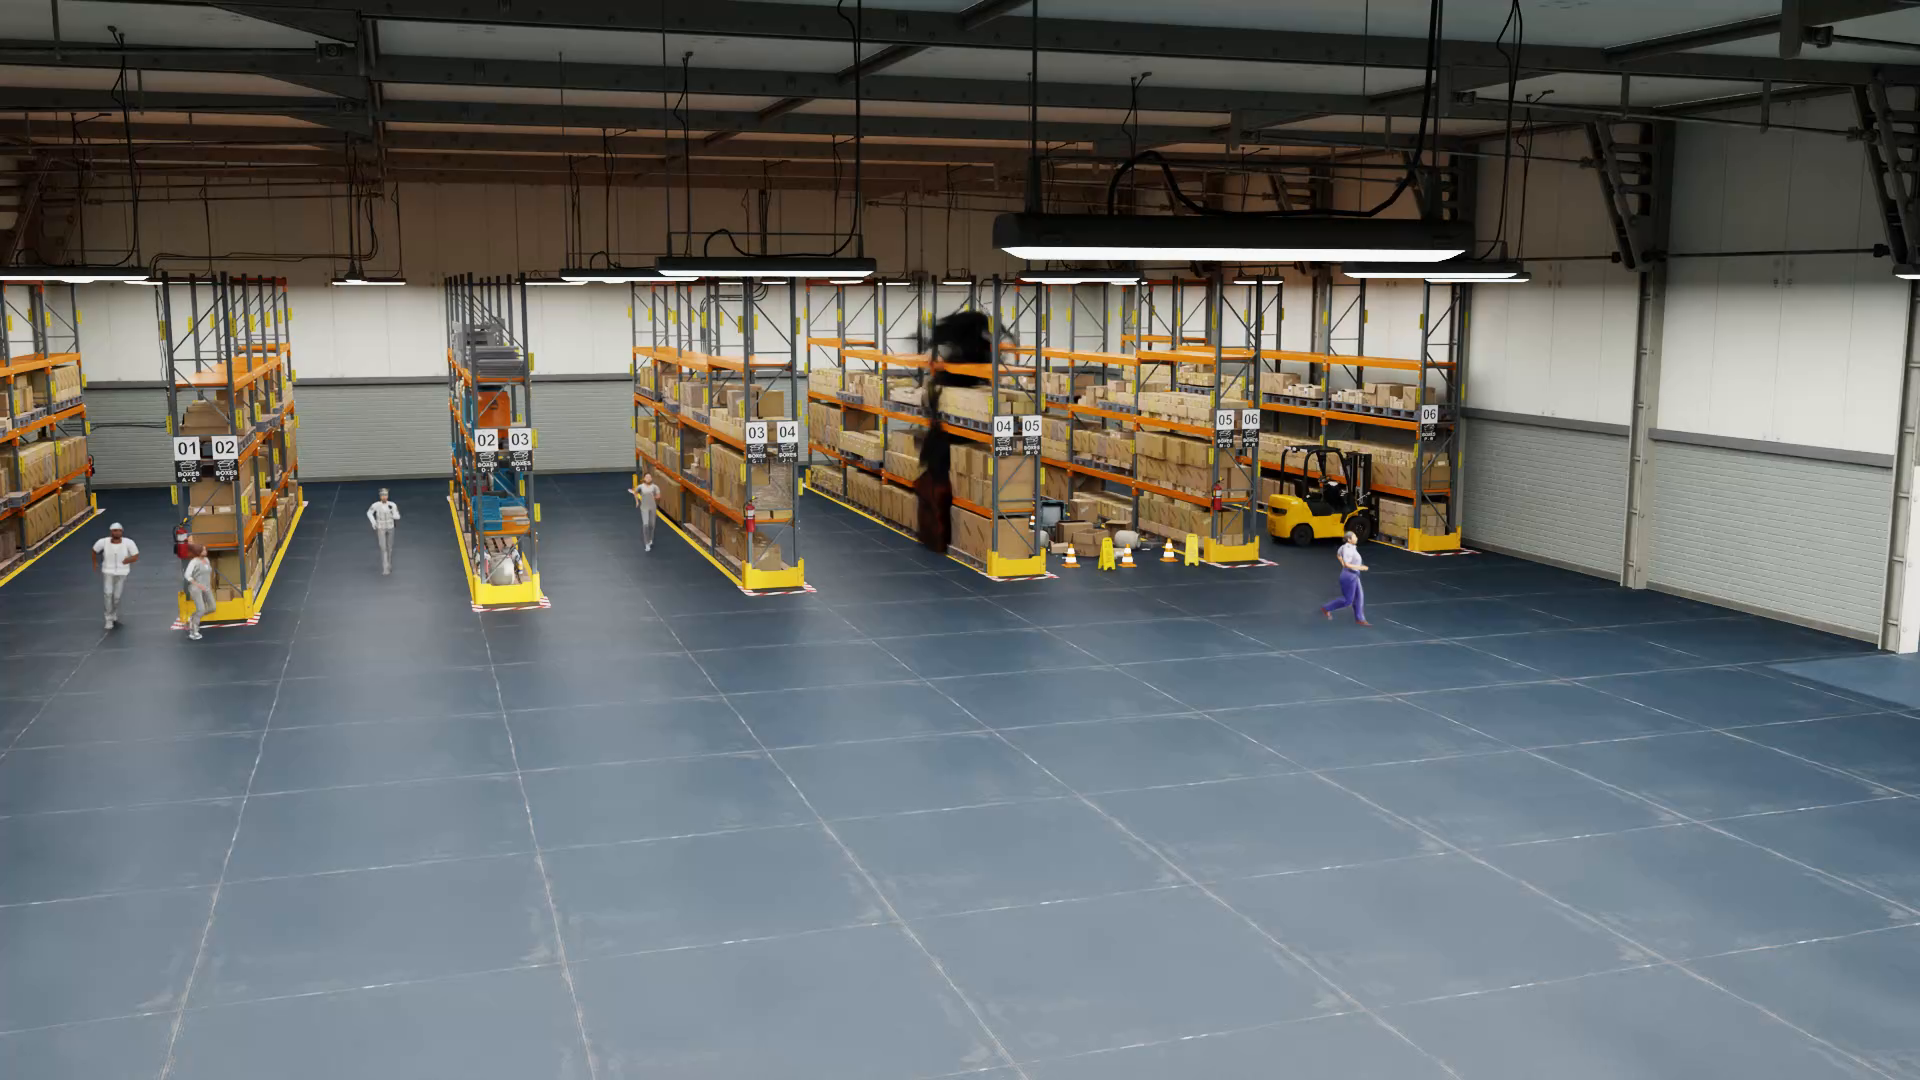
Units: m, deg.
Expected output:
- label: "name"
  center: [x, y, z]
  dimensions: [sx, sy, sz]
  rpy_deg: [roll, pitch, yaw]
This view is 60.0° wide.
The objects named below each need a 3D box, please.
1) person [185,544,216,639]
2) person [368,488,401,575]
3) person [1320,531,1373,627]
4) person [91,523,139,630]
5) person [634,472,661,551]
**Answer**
- label: "person"
  center: [-12.555, 0.836, 27.503]
  dimensions: [0.483, 1.551, 0.567]
  rpy_deg: [3, 9, 17]
- label: "person"
  center: [-11.652, -0.189, 33.722]
  dimensions: [0.597, 1.747, 0.718]
  rpy_deg: [-5, 10, -28]
- label: "person"
  center: [6.601, 0.668, 28.305]
  dimensions: [0.891, 1.633, 0.609]
  rpy_deg: [2, 9, 16]
- label: "person"
  center: [-14.421, 0.579, 28.453]
  dimensions: [0.719, 1.764, 0.889]
  rpy_deg: [-5, 10, -31]
- label: "person"
  center: [-6.892, -0.654, 36.776]
  dimensions: [0.543, 1.710, 0.840]
  rpy_deg: [-3, 9, -20]
